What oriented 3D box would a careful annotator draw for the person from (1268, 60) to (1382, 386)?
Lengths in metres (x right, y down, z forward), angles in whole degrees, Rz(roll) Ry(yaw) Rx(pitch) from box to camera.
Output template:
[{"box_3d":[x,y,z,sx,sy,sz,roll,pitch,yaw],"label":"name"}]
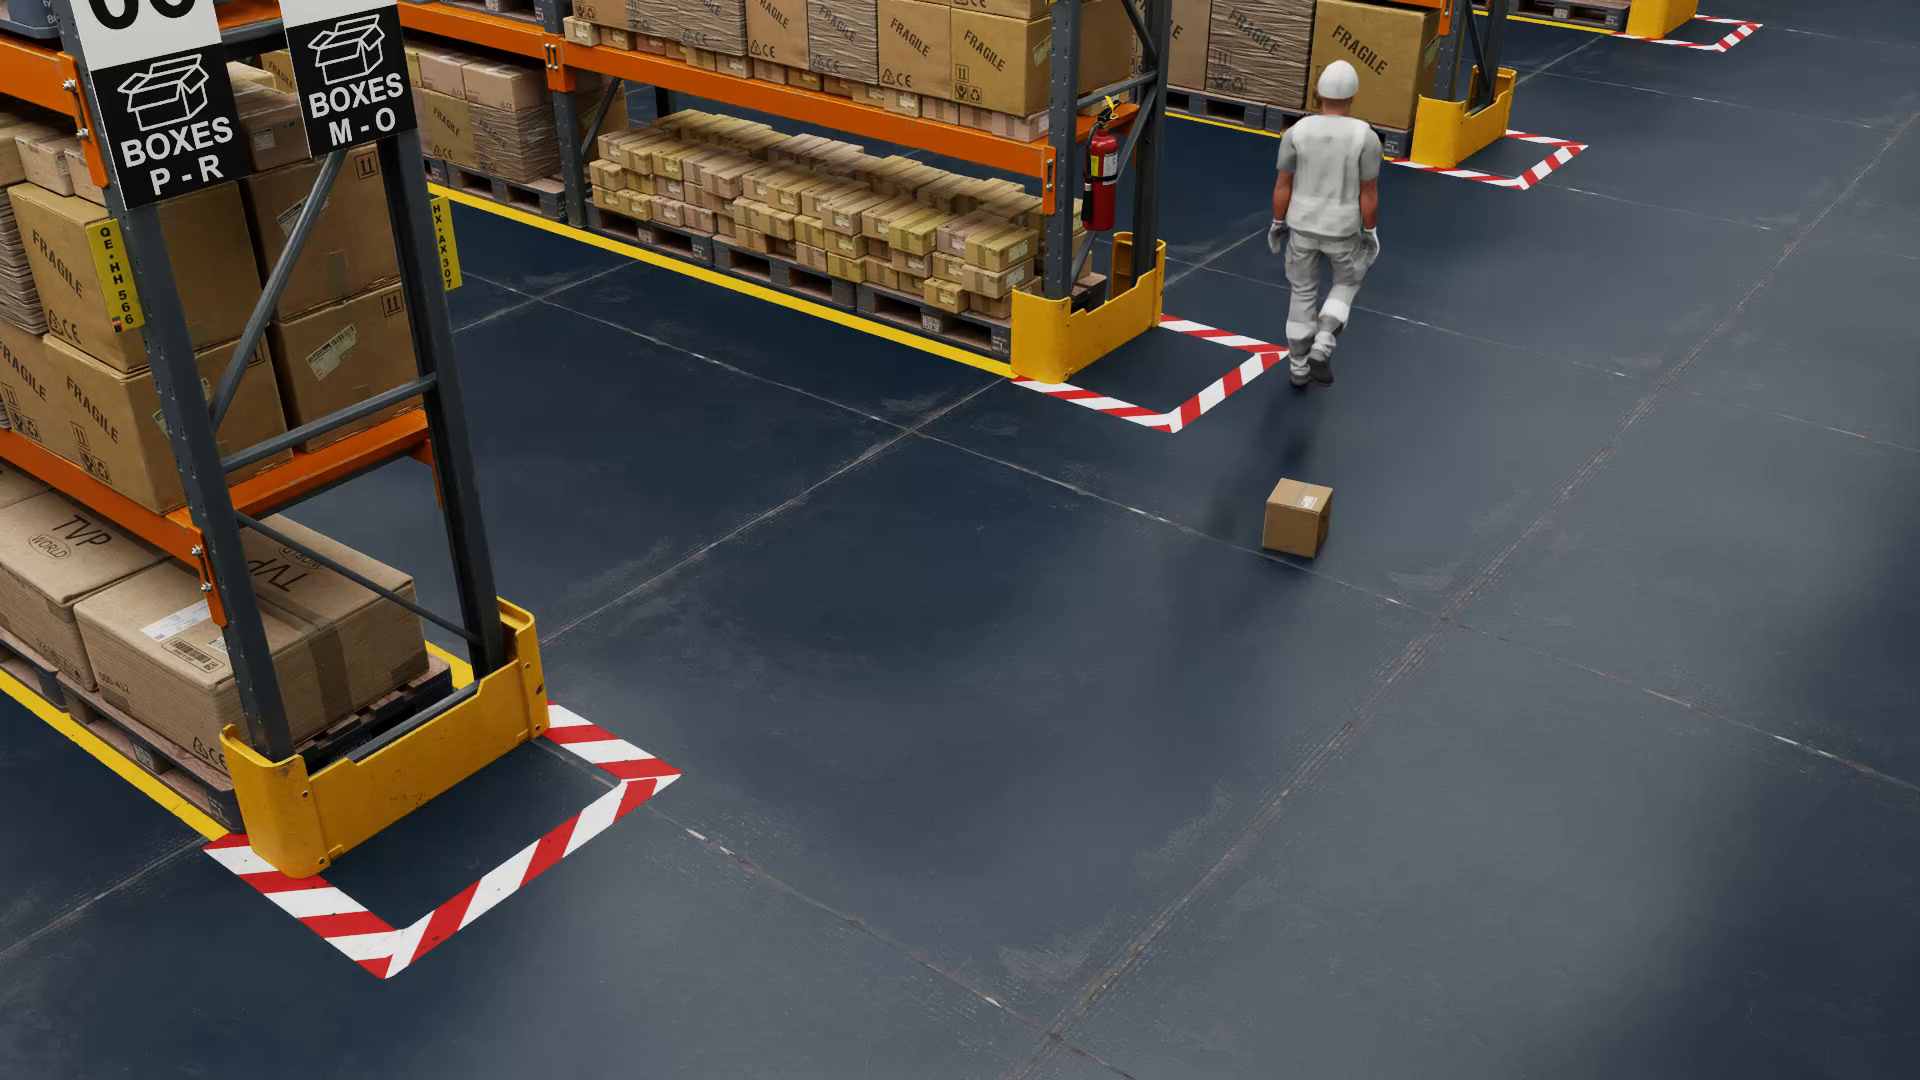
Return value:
[{"box_3d":[1.941,-1.654,8.844,0.594,1.780,0.494,10,32,17],"label":"person"}]
